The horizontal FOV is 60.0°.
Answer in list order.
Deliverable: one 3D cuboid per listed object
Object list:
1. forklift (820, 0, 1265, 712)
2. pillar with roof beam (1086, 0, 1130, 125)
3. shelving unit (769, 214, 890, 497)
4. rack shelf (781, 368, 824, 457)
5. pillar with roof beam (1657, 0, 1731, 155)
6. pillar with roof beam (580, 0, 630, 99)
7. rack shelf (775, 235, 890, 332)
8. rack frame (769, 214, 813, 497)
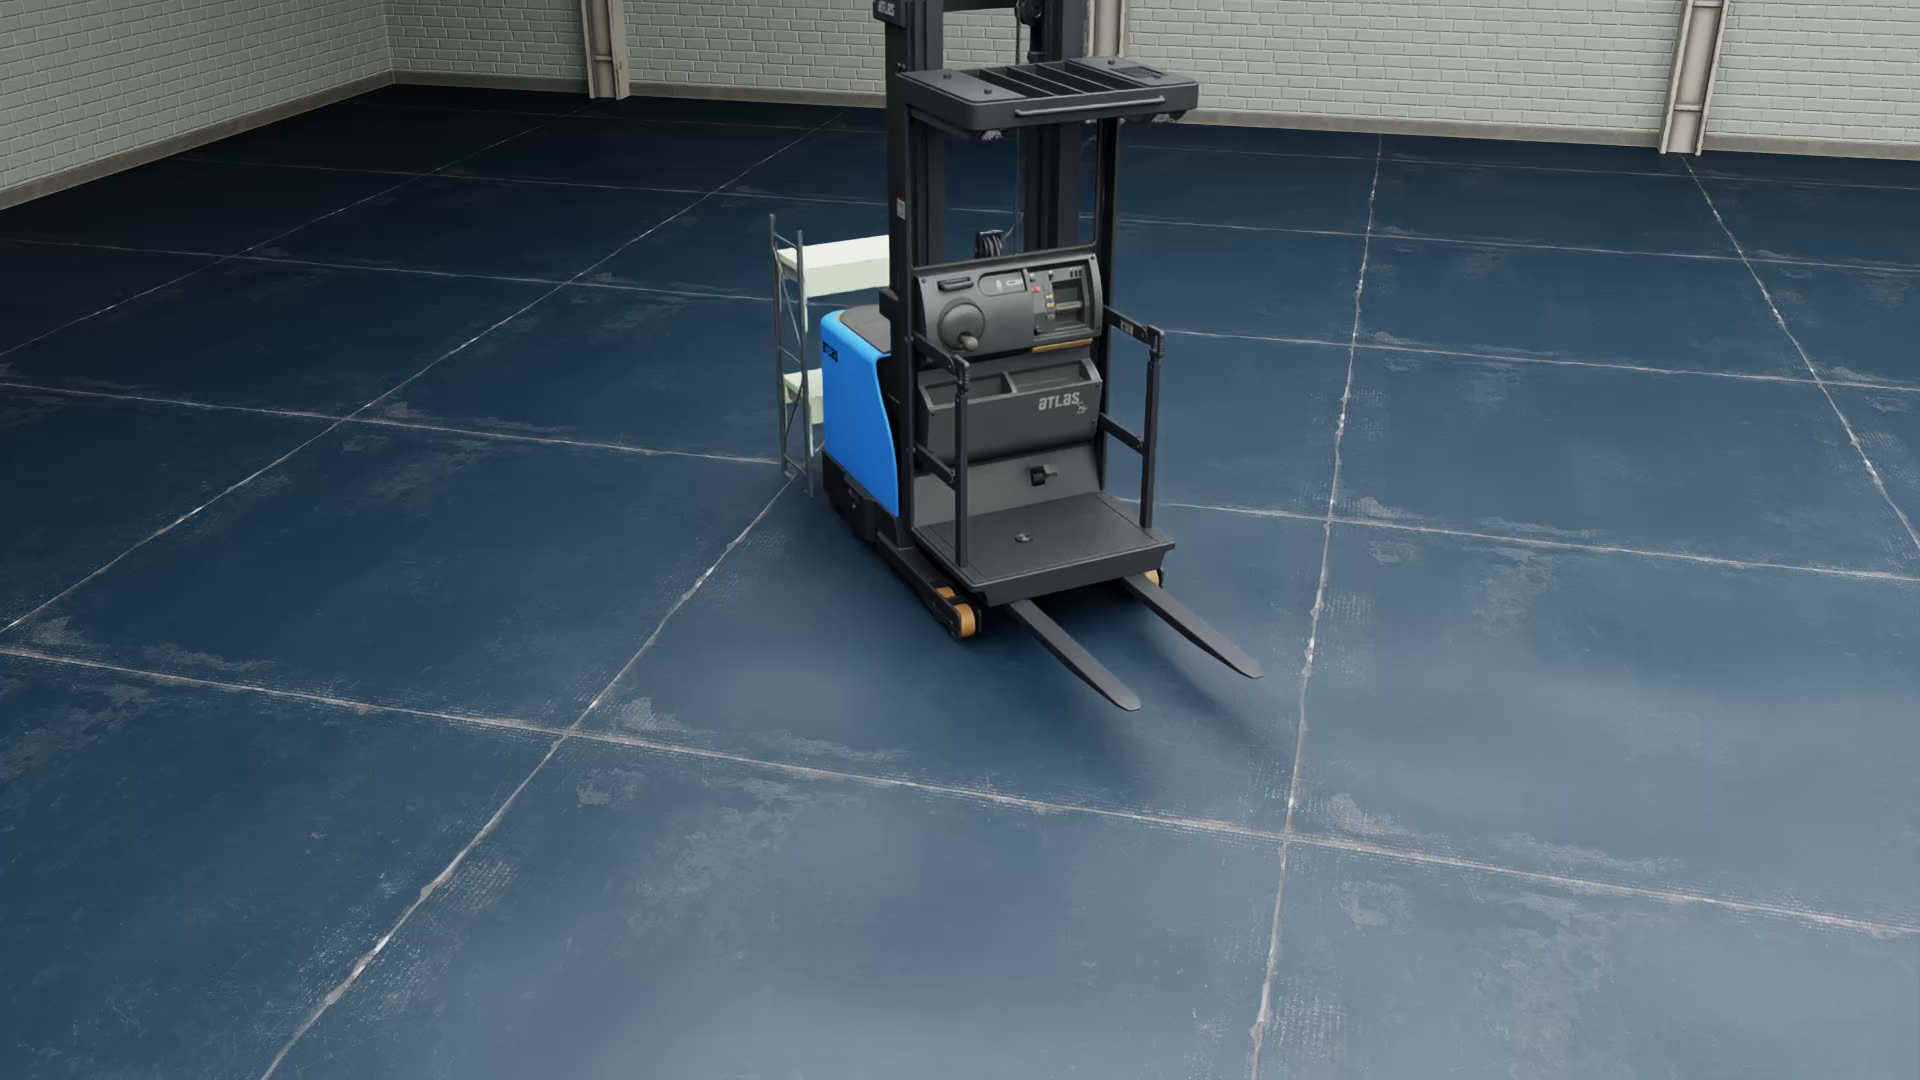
[{"bbox_3d":[0.337,-1.075,7.599,1.130,2.935,3.031,-12,28,-23],"label":"forklift"},{"bbox_3d":[0.552,-6.939,12.857,0.400,9.000,9.100,6,26,13],"label":"pillar with roof beam"},{"bbox_3d":[-0.599,-1.070,9.251,0.755,1.500,0.431,-13,28,-25],"label":"shelving unit"},{"bbox_3d":[-0.598,-0.775,9.390,0.720,0.370,0.431,-13,28,-25],"label":"rack shelf"},{"bbox_3d":[6.363,-6.297,11.508,0.400,9.000,9.100,6,26,13],"label":"pillar with roof beam"},{"bbox_3d":[-5.259,-7.582,14.206,0.400,9.000,9.100,6,26,13],"label":"pillar with roof beam"},{"bbox_3d":[-0.600,-1.423,9.084,0.720,0.370,0.431,-13,28,-25],"label":"rack shelf"},{"bbox_3d":[-0.922,-0.996,9.096,0.023,1.500,0.400,-13,28,-25],"label":"rack frame"}]
